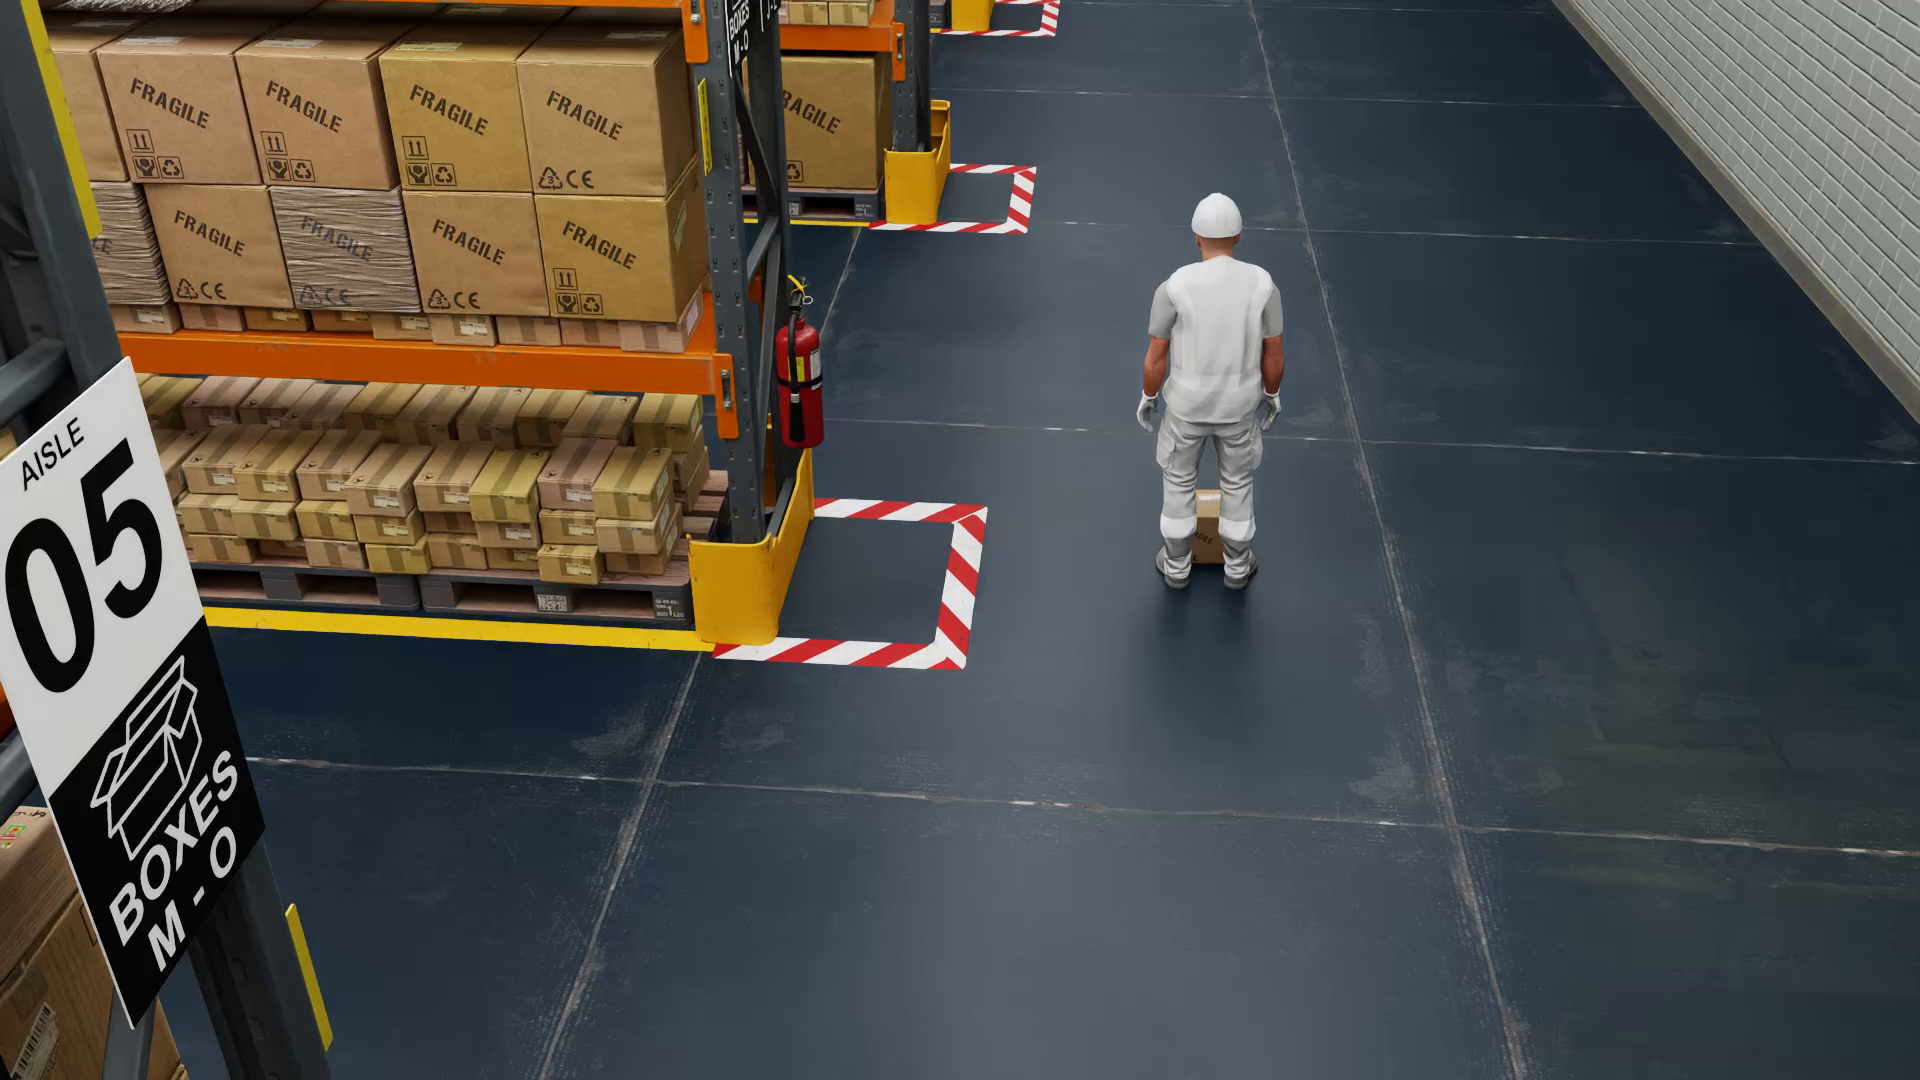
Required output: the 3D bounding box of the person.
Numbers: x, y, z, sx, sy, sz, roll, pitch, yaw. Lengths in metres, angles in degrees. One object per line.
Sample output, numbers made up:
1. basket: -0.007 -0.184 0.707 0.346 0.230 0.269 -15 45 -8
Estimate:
1. person: 1.065 -0.594 7.085 0.617 1.778 0.453 1 32 1
